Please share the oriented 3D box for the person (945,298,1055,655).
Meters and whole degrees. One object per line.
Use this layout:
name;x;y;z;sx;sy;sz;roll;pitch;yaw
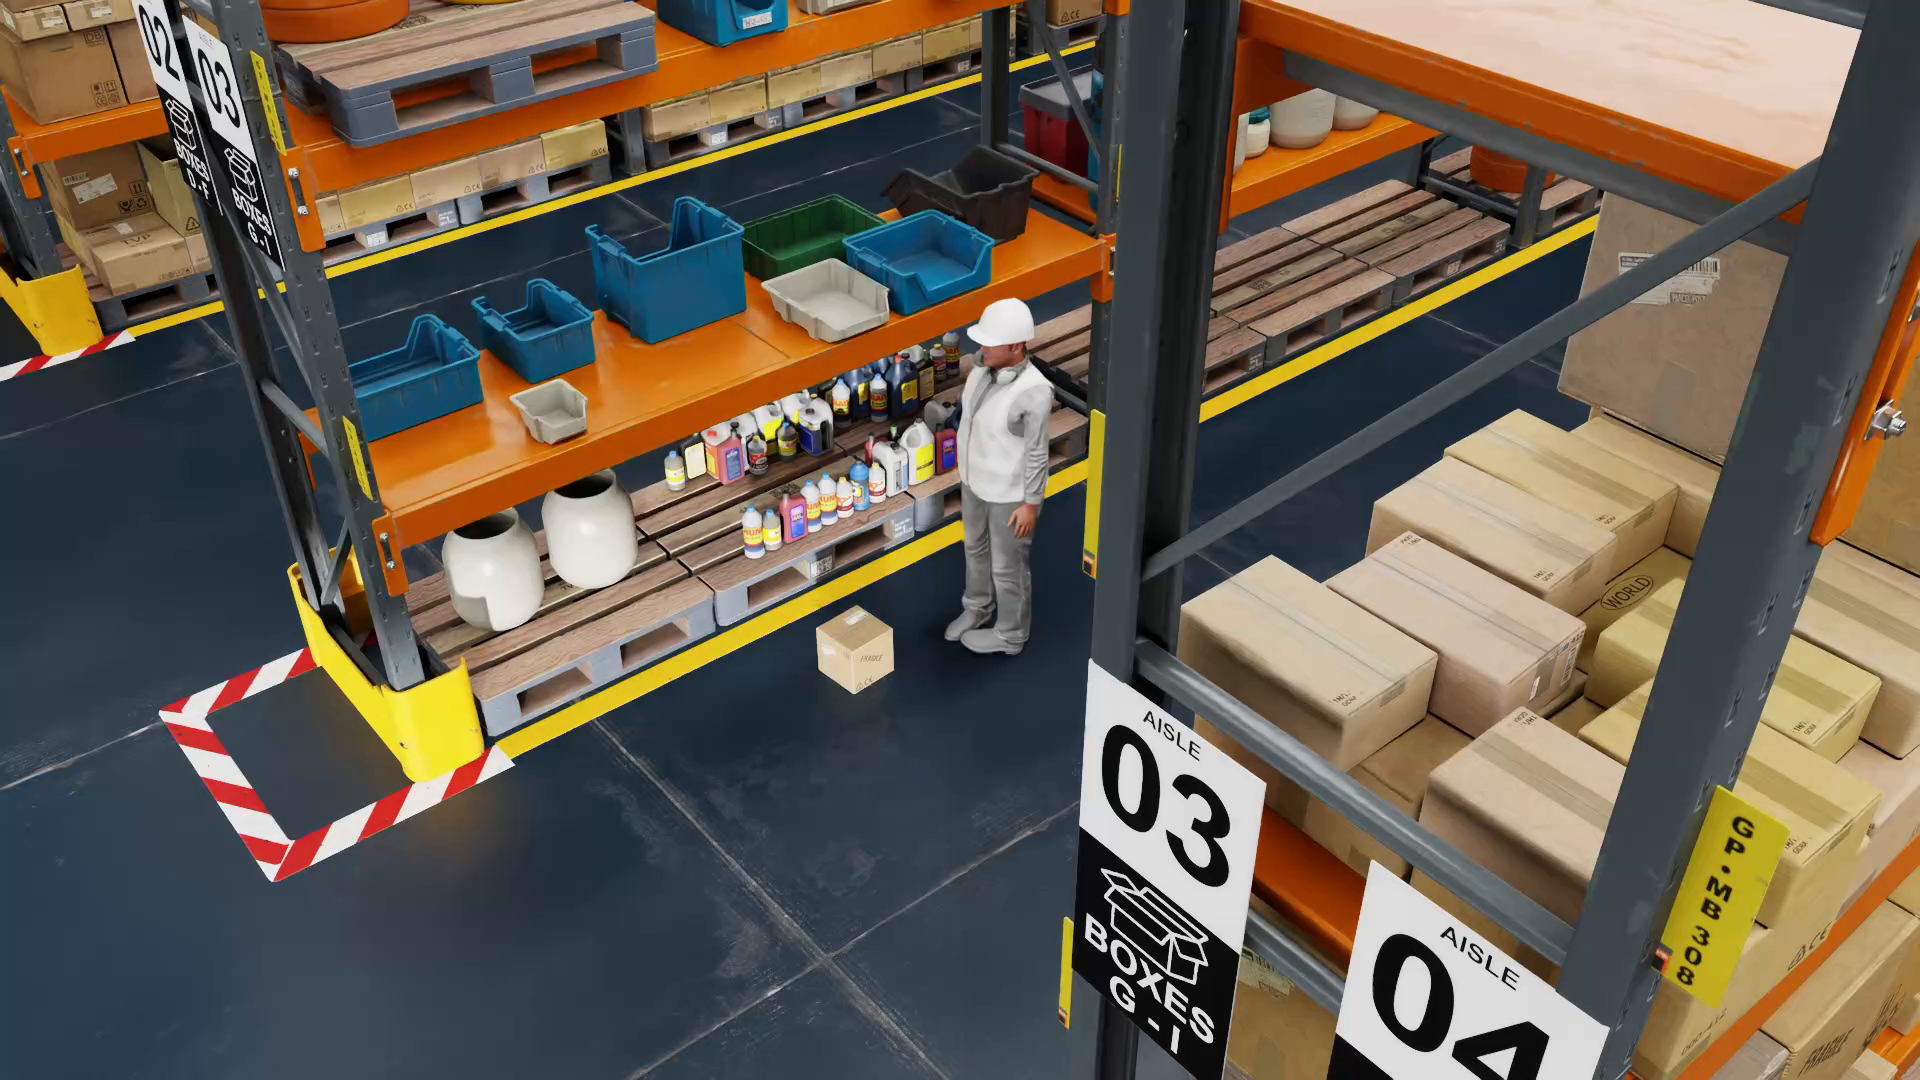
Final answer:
person;0.153;-0.254;7.397;0.412;1.784;0.552;-19;40;-24
